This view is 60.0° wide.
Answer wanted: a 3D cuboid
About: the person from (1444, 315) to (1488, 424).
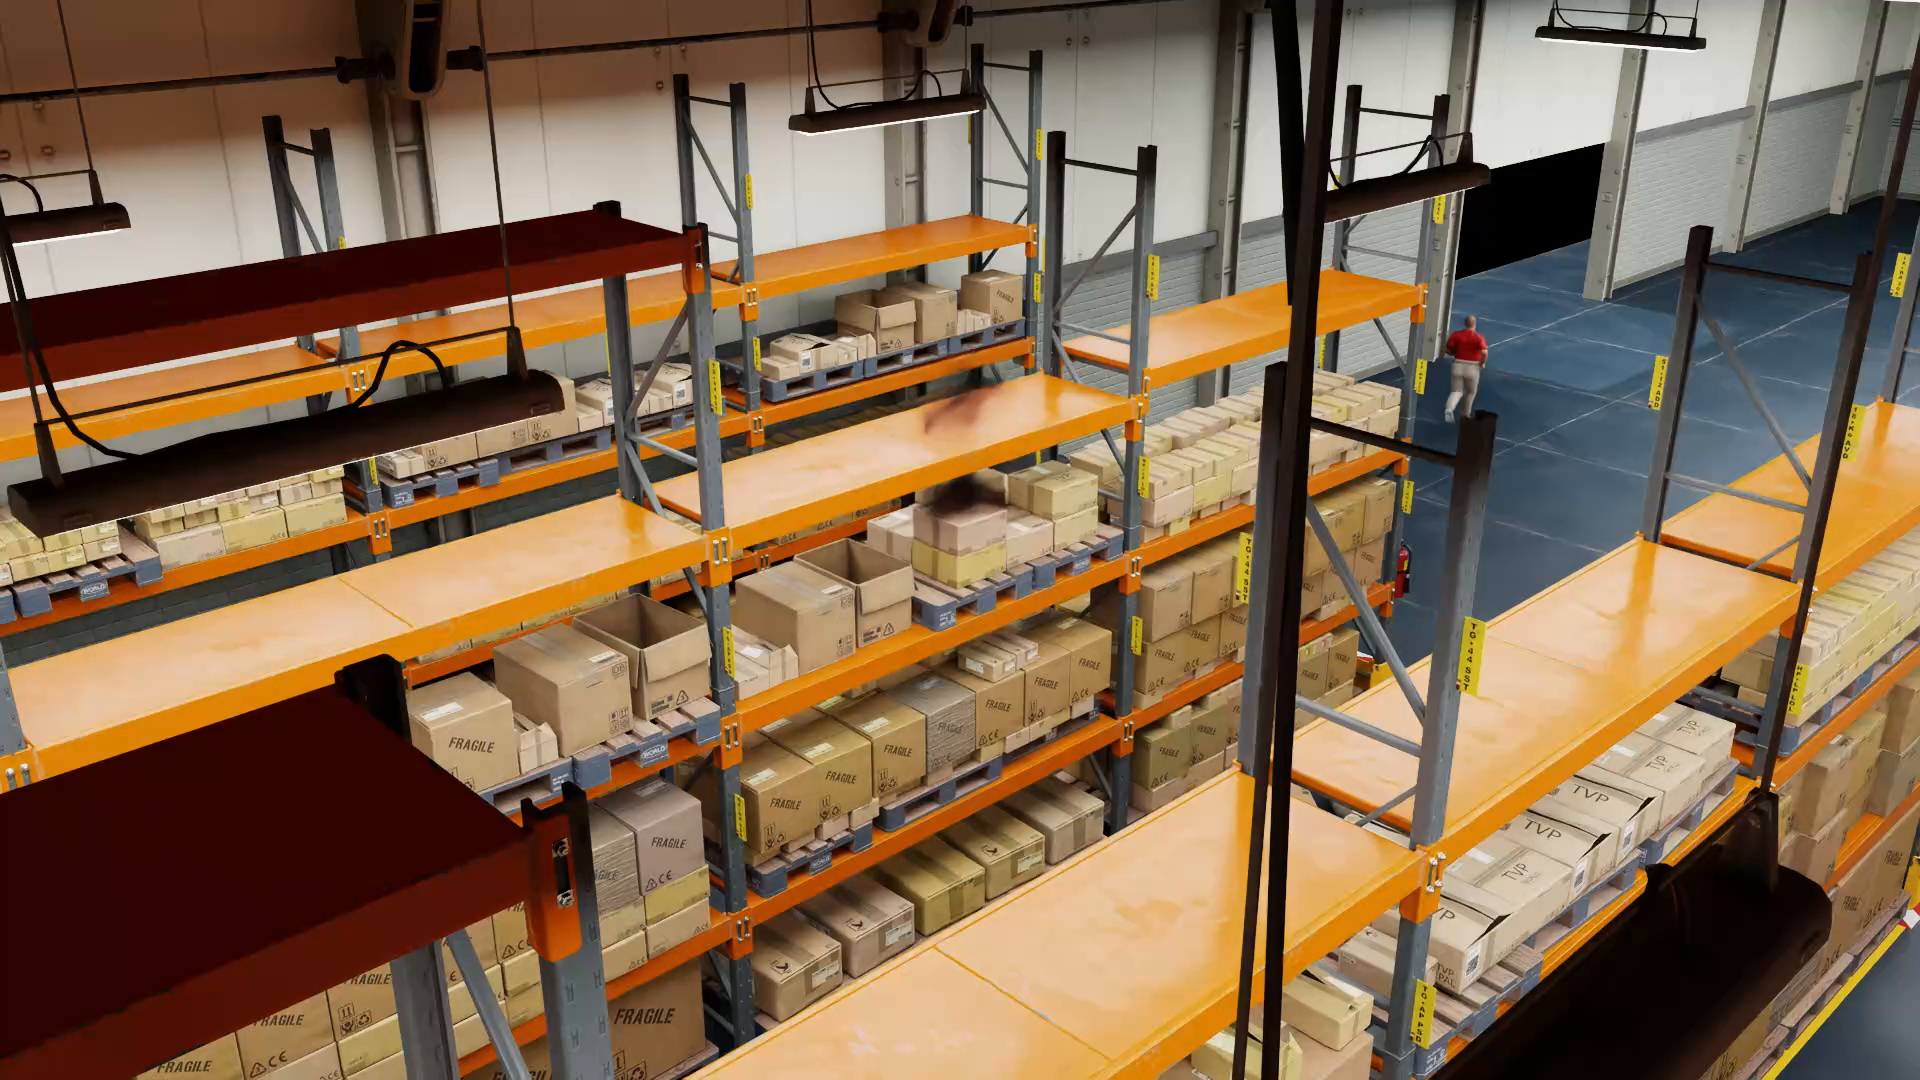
[{"bbox_3d":[7.491,-2.489,24.674,0.663,1.731,0.879,12,25,27],"label":"person"}]
